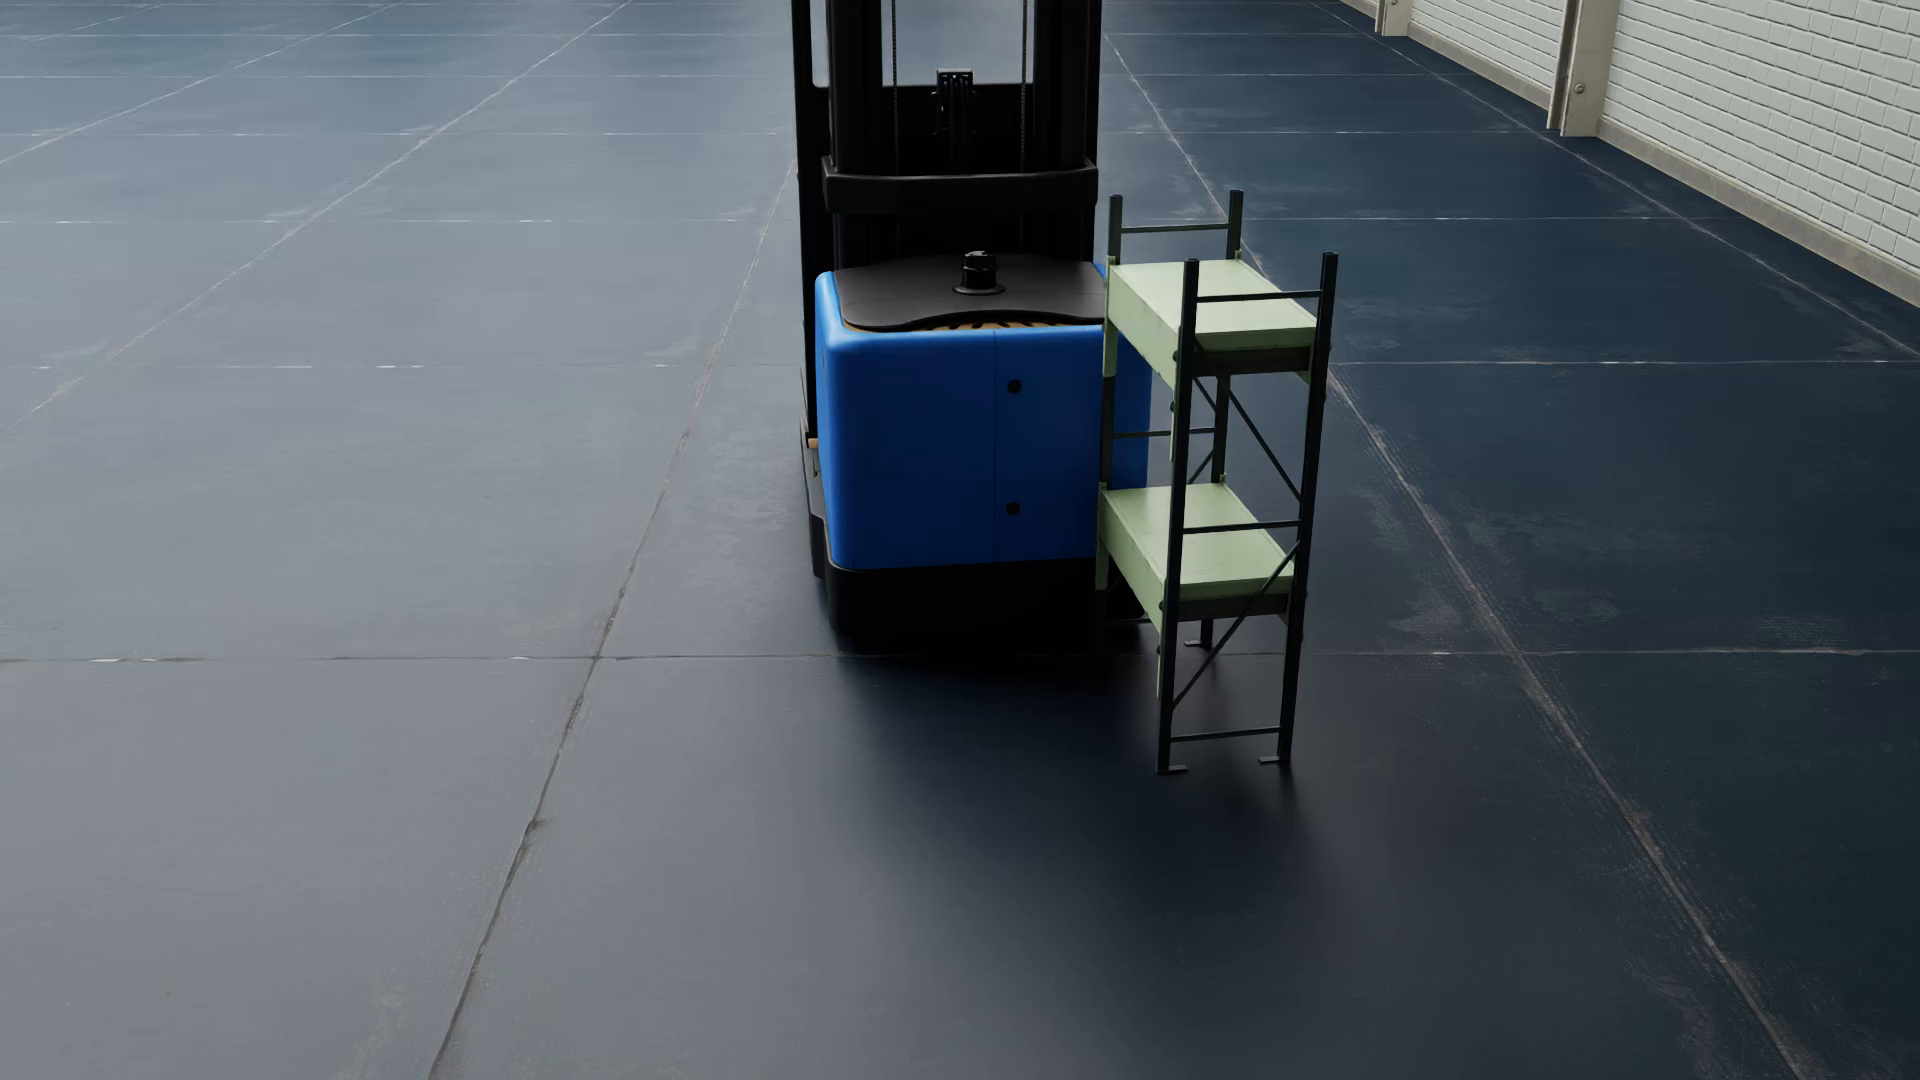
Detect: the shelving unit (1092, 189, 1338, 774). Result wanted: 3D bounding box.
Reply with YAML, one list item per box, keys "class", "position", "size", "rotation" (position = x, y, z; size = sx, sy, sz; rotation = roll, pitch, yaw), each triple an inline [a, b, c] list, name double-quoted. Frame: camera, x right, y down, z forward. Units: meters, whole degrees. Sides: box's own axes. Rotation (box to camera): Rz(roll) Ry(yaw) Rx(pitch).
- class: "shelving unit"
  position: [0.697, -0.180, 4.828]
  size: [0.431, 1.500, 0.755]
  rotation: [-4, 25, -9]

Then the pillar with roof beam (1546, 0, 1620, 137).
- class: "pillar with roof beam"
  position: [0.733, -7.436, 11.771]
  size: [9.100, 9.000, 0.400]
  rotation: [0, 24, -1]

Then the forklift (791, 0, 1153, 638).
- class: "forklift"
  position: [-0.078, -1.592, 6.213]
  size: [1.130, 2.935, 3.031]
  rotation: [-3, 25, -7]

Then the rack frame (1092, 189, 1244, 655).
- class: "rack frame"
  position: [0.633, -0.329, 5.156]
  size: [0.400, 1.500, 0.023]
  rotation: [-4, 25, -9]

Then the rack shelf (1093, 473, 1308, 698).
- class: "rack shelf"
  position: [0.697, 0.117, 4.962]
  size: [0.431, 0.370, 0.720]
  rotation: [-4, 25, -9]

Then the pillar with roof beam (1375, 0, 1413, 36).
- class: "pillar with roof beam"
  position: [0.667, -9.908, 17.238]
  size: [9.100, 9.000, 0.400]
  rotation: [0, 24, -1]

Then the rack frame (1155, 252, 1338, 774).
- class: "rack frame"
  position: [0.761, -0.032, 4.500]
  size: [0.400, 1.500, 0.023]
  rotation: [-4, 25, -9]

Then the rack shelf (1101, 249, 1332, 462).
- class: "rack shelf"
  position: [0.697, -0.536, 4.667]
  size: [0.431, 0.370, 0.720]
  rotation: [-4, 25, -9]
